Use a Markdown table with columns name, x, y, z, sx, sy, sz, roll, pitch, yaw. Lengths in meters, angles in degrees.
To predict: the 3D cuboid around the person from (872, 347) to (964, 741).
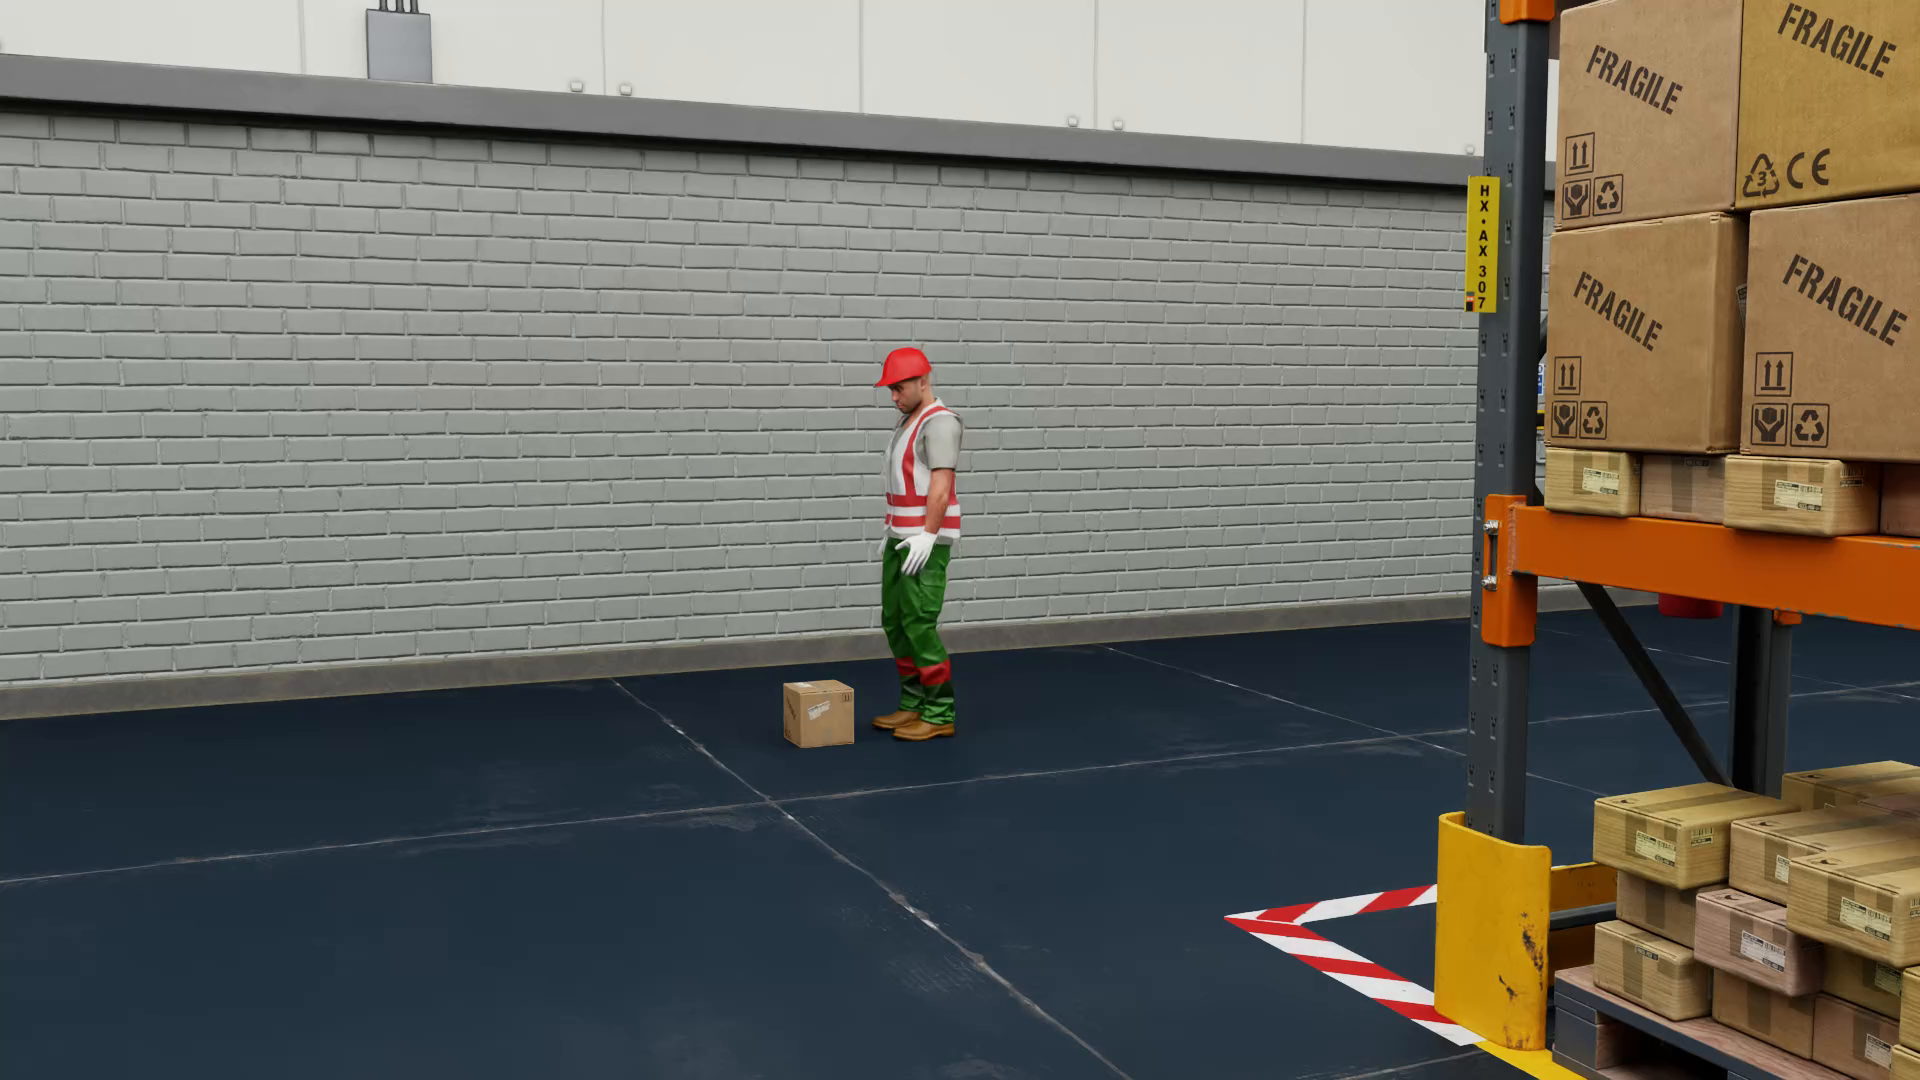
| name | x | y | z | sx | sy | sz | roll | pitch | yaw |
| --- | --- | --- | --- | --- | --- | --- | --- | --- | --- |
| person | -0.203 | 0.011 | 7.566 | 0.388 | 1.768 | 0.533 | -2 | 6 | -23 |
